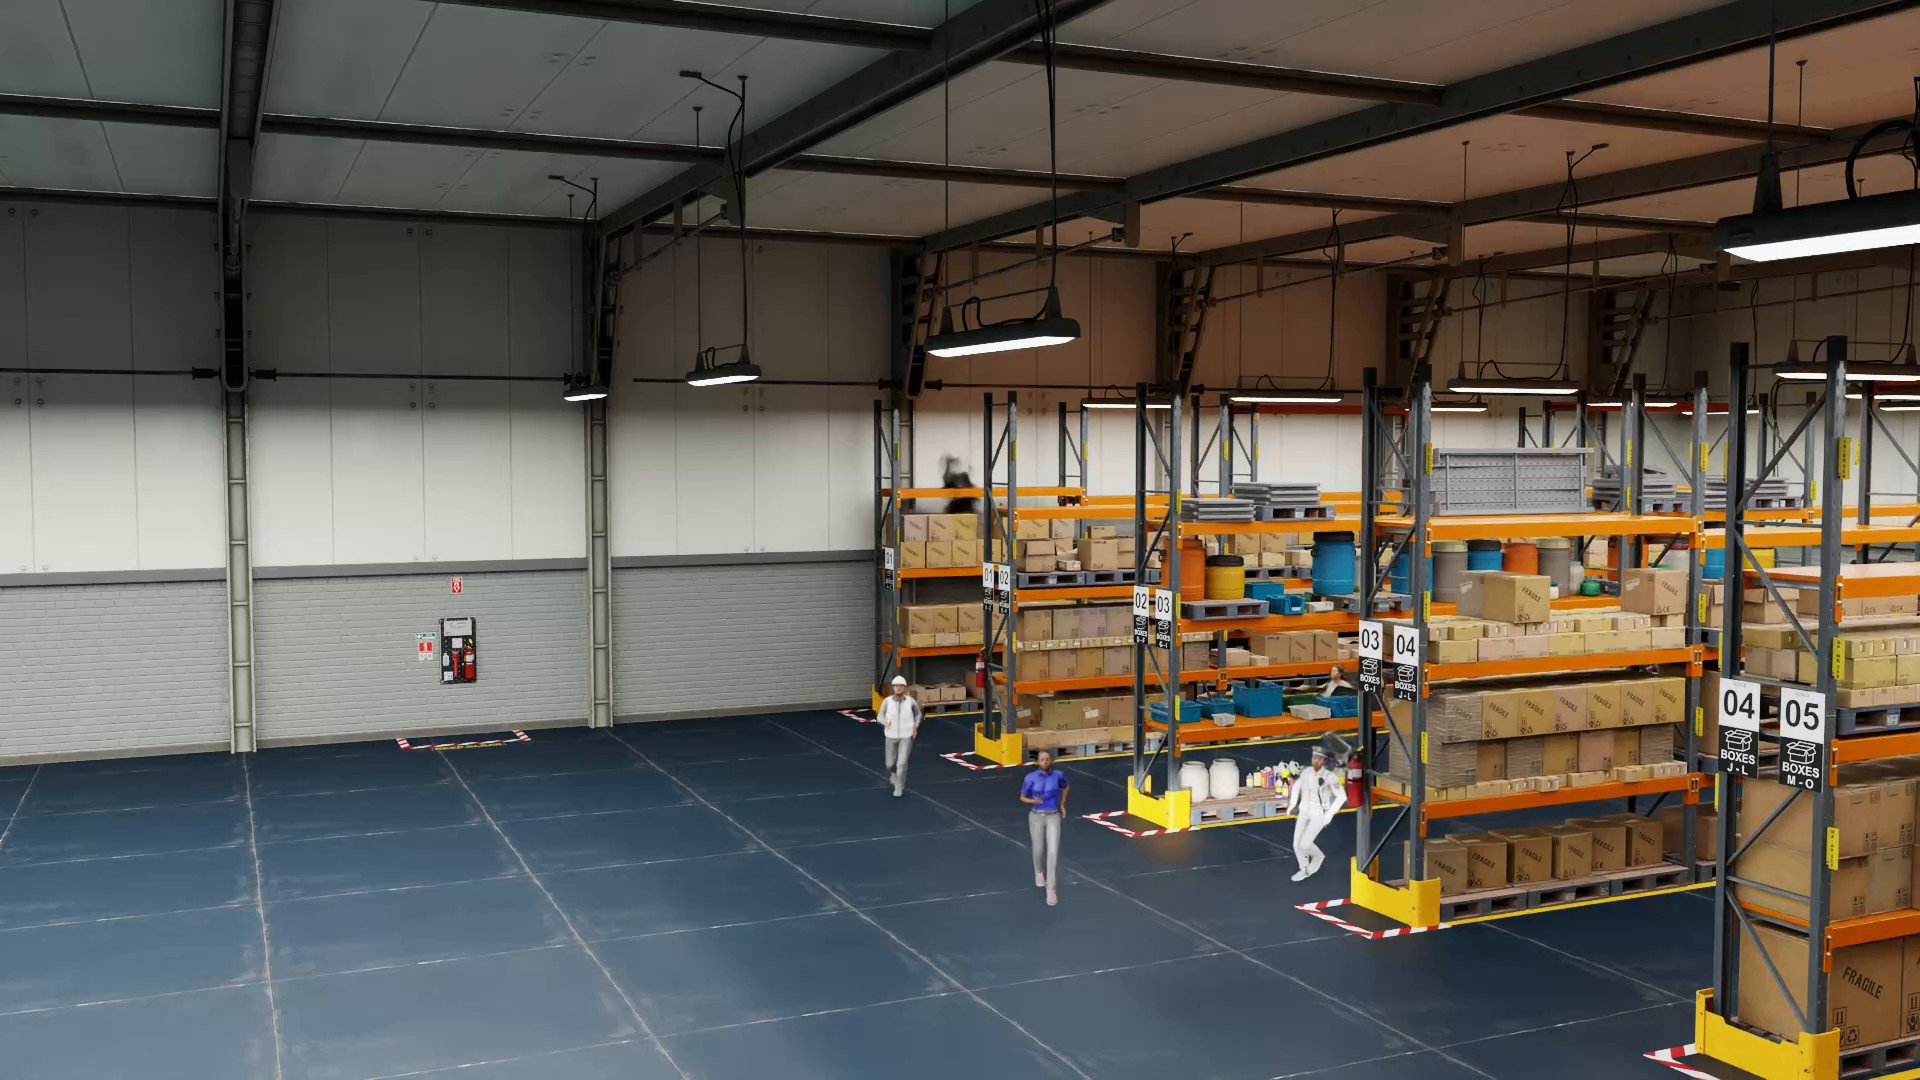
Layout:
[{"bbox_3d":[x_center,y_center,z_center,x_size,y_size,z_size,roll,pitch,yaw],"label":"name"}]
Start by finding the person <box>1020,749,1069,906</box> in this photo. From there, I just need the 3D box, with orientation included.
[{"bbox_3d":[0.963,3.215,18.917,0.570,1.683,0.871,0,3,1],"label":"person"}]

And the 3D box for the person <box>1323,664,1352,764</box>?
[{"bbox_3d":[5.968,2.800,26.505,0.571,1.633,0.550,-2,4,-27],"label":"person"}]

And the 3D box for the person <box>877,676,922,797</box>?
[{"bbox_3d":[-0.888,2.870,24.476,0.660,1.738,0.728,0,3,2],"label":"person"}]

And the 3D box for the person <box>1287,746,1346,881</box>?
[{"bbox_3d":[4.139,3.225,19.506,0.468,1.643,0.673,-3,4,-41],"label":"person"}]
